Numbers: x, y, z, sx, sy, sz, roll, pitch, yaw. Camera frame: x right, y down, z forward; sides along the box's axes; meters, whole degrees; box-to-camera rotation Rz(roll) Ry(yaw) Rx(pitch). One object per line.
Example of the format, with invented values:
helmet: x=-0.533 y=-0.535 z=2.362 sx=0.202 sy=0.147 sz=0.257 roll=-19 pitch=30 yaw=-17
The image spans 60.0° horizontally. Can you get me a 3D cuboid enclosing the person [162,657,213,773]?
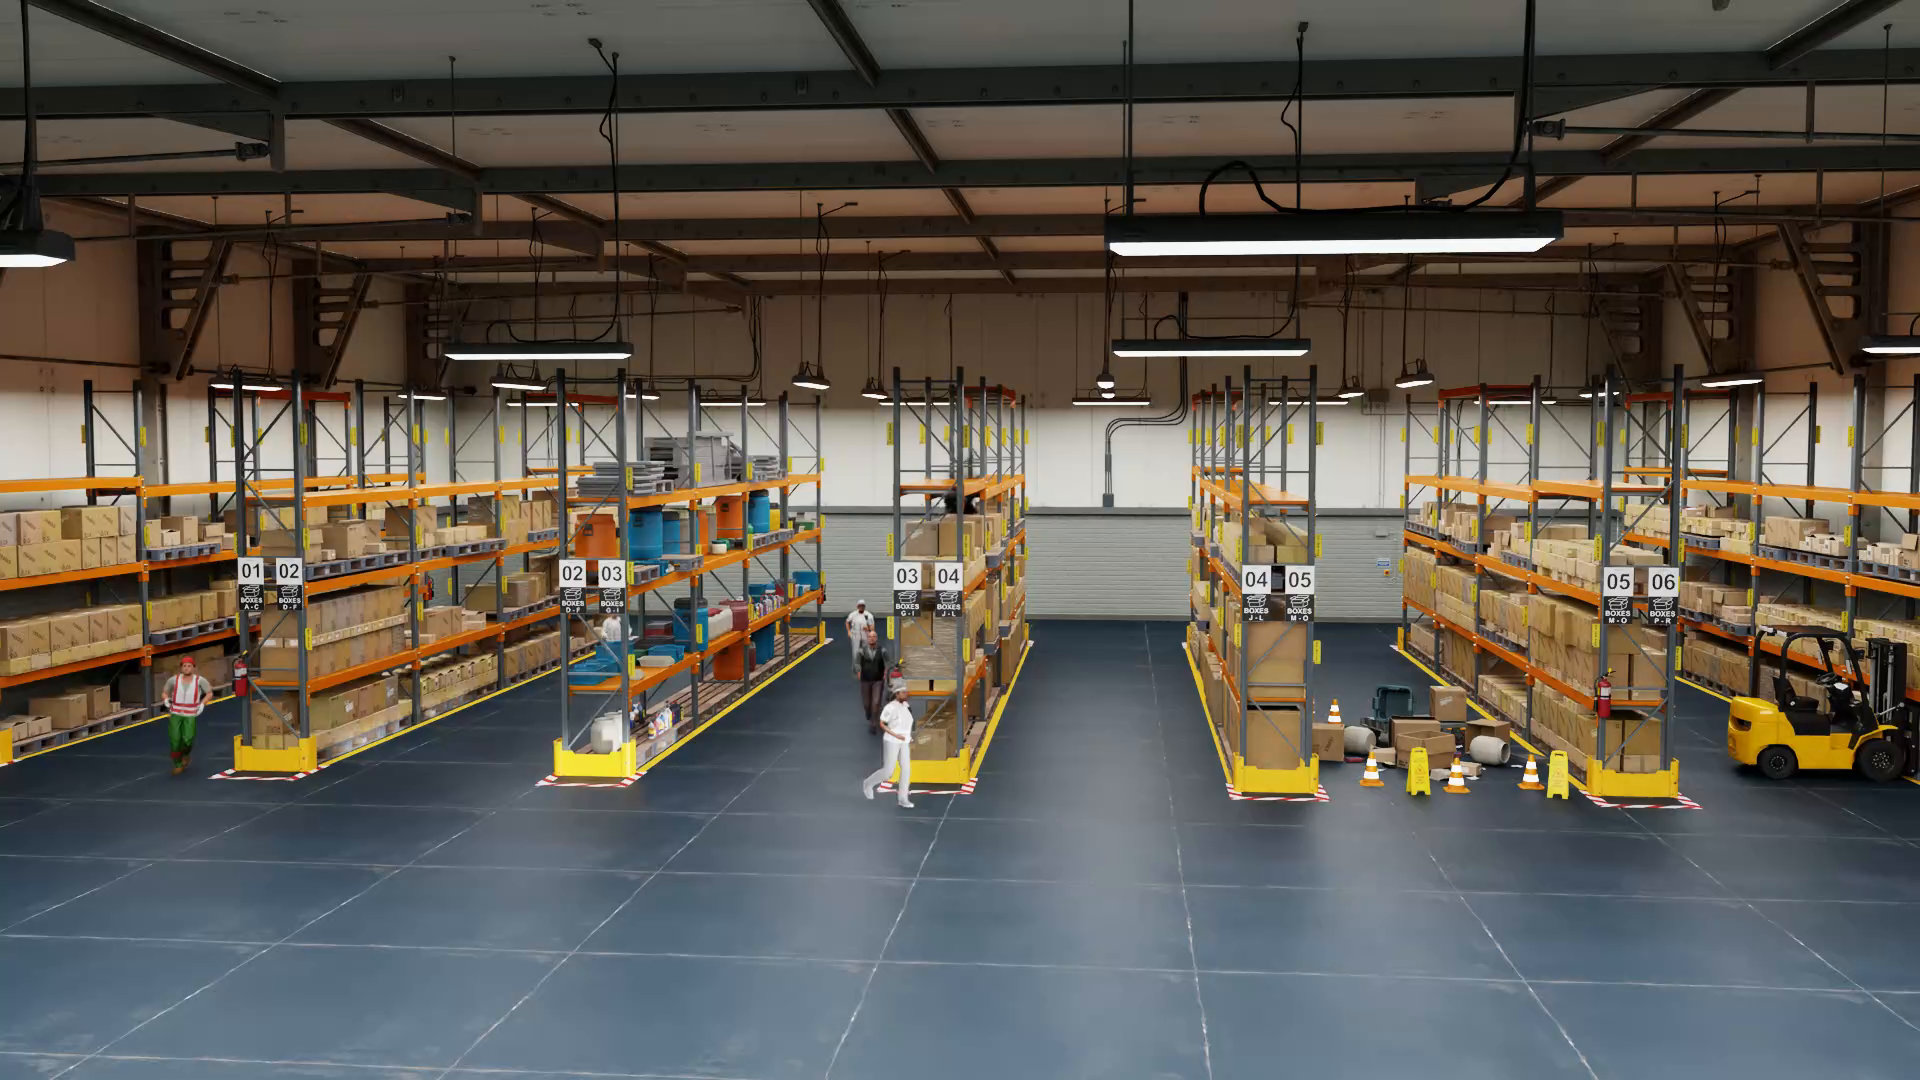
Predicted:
person: x=-11.517 y=2.602 z=24.747 sx=0.679 sy=1.724 sz=0.624 roll=-1 pitch=4 yaw=-14

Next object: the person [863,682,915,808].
person: x=-0.855 y=2.759 z=22.663 sx=0.867 sy=1.657 sz=0.629 roll=3 pitch=5 yaw=42

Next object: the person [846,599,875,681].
person: x=-2.041 y=2.060 z=34.114 sx=0.574 sy=1.679 sz=0.672 roll=-1 pitch=4 yaw=-8

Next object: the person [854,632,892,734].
person: x=-1.484 y=2.409 z=28.333 sx=0.660 sy=1.708 sz=0.792 roll=0 pitch=4 yaw=0

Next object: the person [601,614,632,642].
person: x=-6.877 y=2.100 z=33.205 sx=0.591 sy=1.651 sz=0.599 roll=0 pitch=4 yaw=-5
